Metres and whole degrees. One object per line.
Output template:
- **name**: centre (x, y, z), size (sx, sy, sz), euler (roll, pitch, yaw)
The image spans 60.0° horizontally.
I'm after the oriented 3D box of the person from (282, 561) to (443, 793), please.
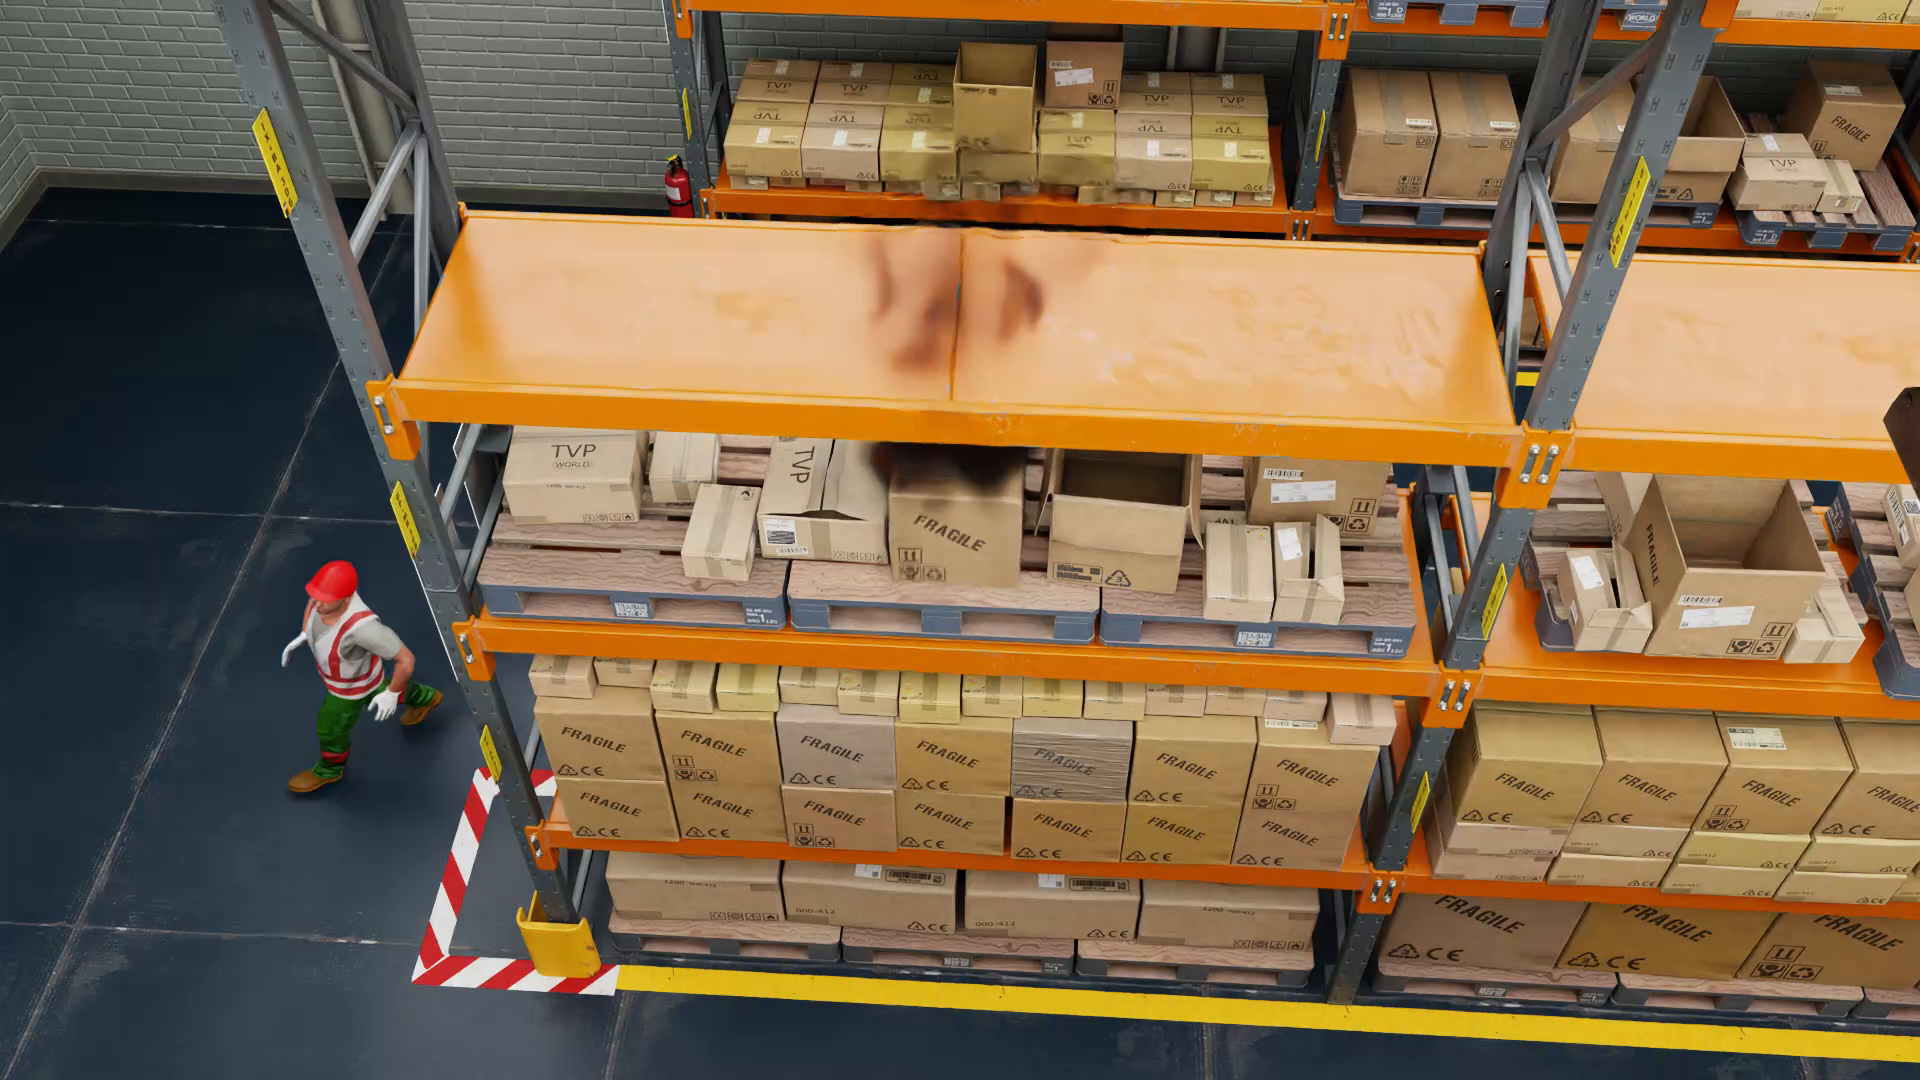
- **person**: centre (-3.309, 0.746, 8.856), size (0.965, 1.730, 0.722), euler (-24, 52, -20)
